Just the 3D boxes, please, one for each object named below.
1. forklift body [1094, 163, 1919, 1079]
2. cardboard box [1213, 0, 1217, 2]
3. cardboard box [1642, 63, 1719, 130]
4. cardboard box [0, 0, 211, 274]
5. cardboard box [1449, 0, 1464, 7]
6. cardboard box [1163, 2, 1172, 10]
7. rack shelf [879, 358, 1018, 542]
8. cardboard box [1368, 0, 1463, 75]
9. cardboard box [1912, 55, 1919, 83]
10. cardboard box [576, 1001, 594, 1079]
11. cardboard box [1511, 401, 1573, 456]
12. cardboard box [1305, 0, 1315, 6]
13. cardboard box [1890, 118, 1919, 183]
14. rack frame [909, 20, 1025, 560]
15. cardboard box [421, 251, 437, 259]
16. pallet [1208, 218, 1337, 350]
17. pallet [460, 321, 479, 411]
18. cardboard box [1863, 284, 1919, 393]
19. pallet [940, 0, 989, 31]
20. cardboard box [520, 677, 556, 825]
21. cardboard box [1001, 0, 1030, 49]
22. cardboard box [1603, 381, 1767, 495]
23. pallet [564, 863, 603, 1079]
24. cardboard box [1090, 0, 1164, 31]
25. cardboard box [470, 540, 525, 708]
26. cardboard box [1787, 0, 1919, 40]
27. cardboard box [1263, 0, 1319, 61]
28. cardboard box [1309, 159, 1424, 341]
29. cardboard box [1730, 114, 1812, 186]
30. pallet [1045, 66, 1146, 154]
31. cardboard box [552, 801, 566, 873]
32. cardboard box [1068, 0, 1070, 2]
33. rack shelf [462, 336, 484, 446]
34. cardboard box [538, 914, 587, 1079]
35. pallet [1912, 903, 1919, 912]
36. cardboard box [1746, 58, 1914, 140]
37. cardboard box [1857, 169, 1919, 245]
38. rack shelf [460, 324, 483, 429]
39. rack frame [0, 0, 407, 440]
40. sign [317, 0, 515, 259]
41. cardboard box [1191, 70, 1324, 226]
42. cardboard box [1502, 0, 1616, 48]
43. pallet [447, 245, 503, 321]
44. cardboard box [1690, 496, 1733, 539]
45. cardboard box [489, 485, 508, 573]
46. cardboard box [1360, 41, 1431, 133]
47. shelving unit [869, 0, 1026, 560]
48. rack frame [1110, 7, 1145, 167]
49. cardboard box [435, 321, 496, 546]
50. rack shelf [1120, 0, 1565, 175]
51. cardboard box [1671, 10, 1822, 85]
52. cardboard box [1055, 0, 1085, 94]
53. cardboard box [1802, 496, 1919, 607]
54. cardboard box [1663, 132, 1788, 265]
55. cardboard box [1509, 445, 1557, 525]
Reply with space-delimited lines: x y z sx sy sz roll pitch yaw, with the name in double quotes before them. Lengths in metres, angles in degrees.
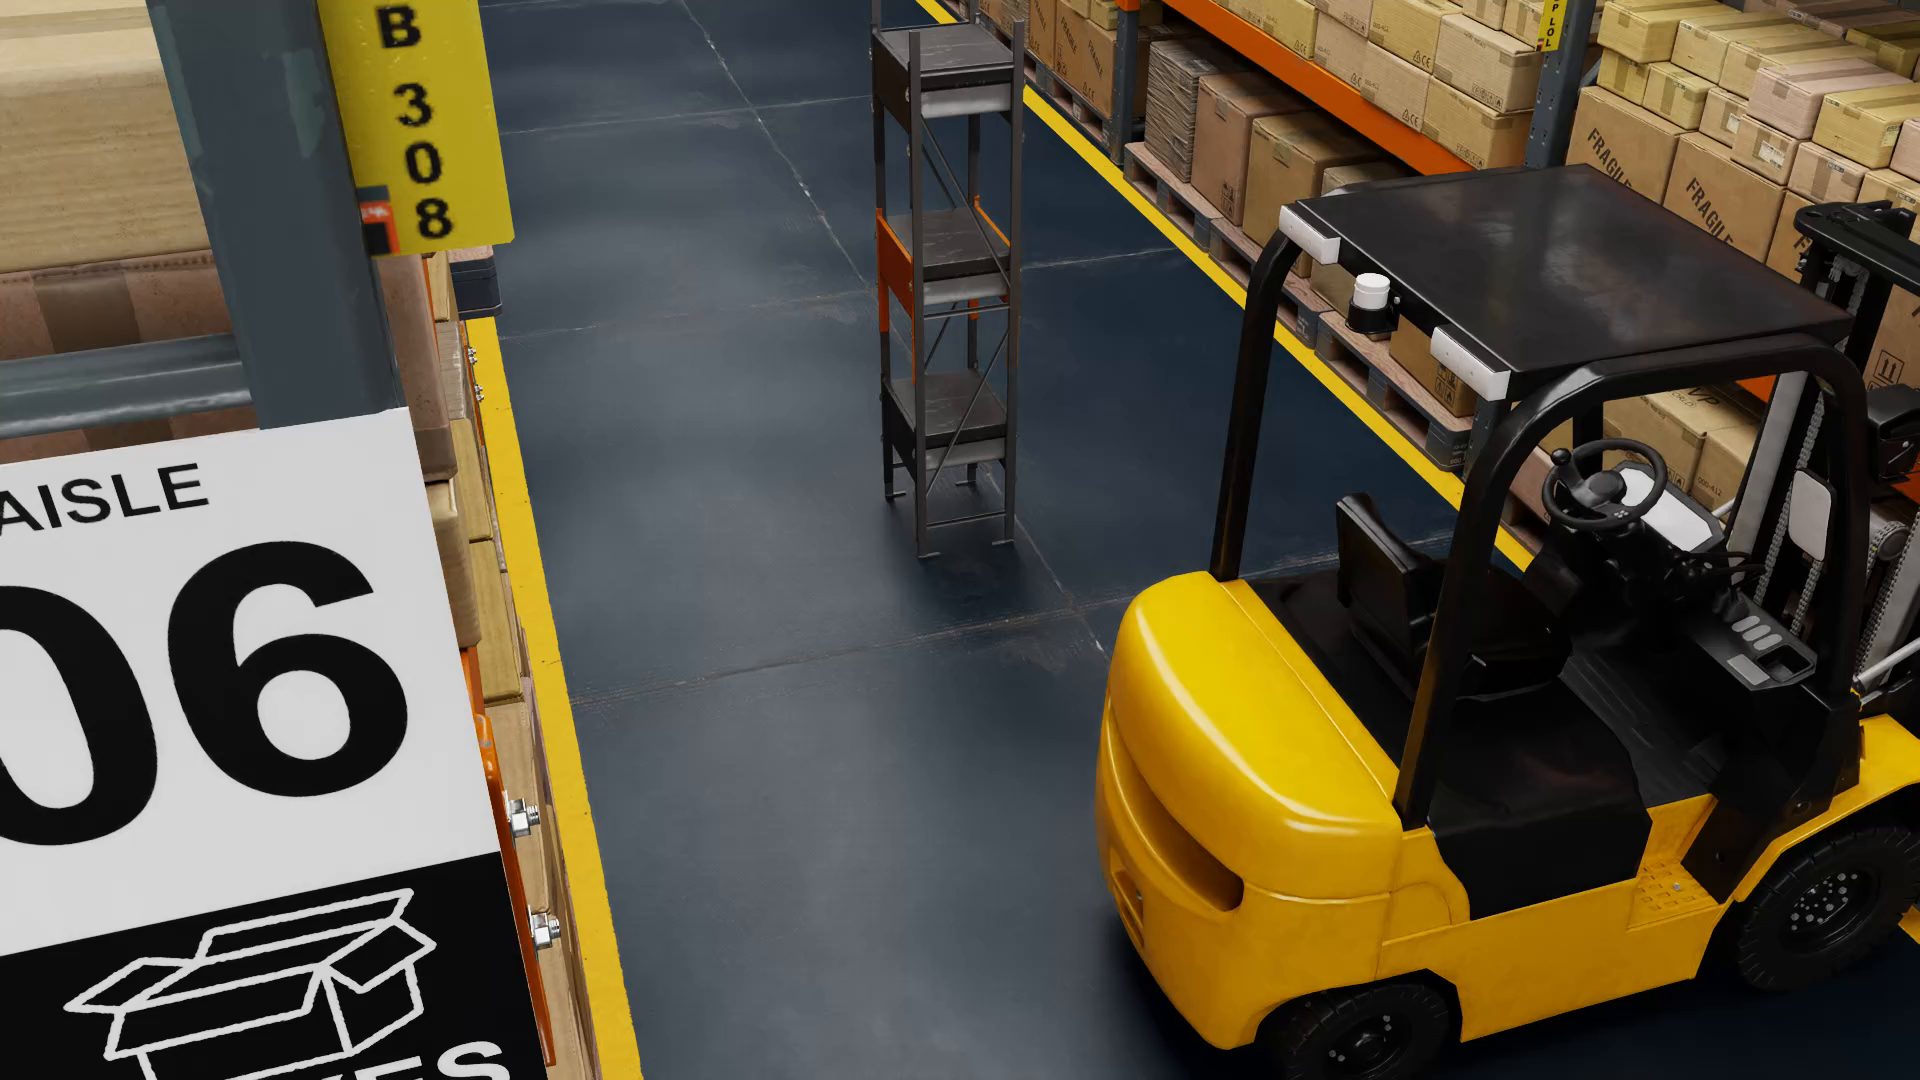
"forklift body" 1.548 0.208 4.484 2.313 2.155 1.214 -10 35 -15
"cardboard box" 1.475 -3.056 8.790 0.500 0.250 0.500 -11 35 -16
"cardboard box" 2.571 -1.522 5.654 0.380 0.149 0.250 -9 35 -14
"cardboard box" -0.777 -0.321 1.298 0.380 0.149 0.250 -10 35 -15
"cardboard box" 2.207 -2.281 6.803 0.380 0.149 0.250 -10 35 -15
"cardboard box" 1.431 -3.319 10.939 0.500 0.500 0.500 -10 35 -15
"rack shelf" -0.050 -0.368 6.696 0.431 0.518 0.480 -10 35 -15
"cardboard box" 2.086 -2.187 7.021 0.500 0.250 0.500 -11 35 -16
"cardboard box" 3.295 -1.481 5.321 0.380 0.149 0.250 -11 35 -16
"cardboard box" -1.017 1.282 3.521 0.500 0.500 0.500 -11 35 -17
"cardboard box" 2.497 -0.488 6.427 0.500 0.250 0.500 -10 35 -15
"cardboard box" 1.800 -2.724 7.835 0.500 0.250 0.500 -10 35 -14
"cardboard box" 2.927 -1.113 4.765 0.380 0.149 0.250 -10 35 -15
"rack frame" 0.024 -0.835 6.109 0.400 2.100 0.015 -10 35 -15
"cardboard box" -0.906 -0.508 1.944 0.500 0.250 0.500 -11 35 -15
"pallet" 2.006 -1.416 8.701 1.003 0.211 1.213 -10 35 -15
"pallet" -2.697 -0.607 7.478 1.003 0.211 1.213 -10 35 -15
"cardboard box" 2.994 -0.518 4.723 0.500 0.500 0.500 -10 35 -14
"pallet" 0.487 -4.173 12.874 1.003 0.211 1.213 -10 35 -15
"cardboard box" -1.333 0.738 4.345 0.500 0.500 0.500 -8 34 -12
"cardboard box" 0.609 -3.784 11.642 0.500 0.500 0.500 -11 35 -16
"cardboard box" 2.639 -0.426 5.879 0.500 0.250 0.500 -10 35 -15
"pallet" -1.468 1.431 4.393 1.003 0.211 1.213 -10 35 -15
"cardboard box" 1.031 -3.277 10.287 0.380 0.149 0.250 -12 35 -17
"cardboard box" -1.060 0.380 3.094 0.500 0.500 0.500 -11 35 -16
"cardboard box" 3.066 -1.738 5.711 0.380 0.149 0.250 -11 35 -16
"cardboard box" 1.795 -2.514 7.970 0.500 0.250 0.500 -9 34 -13
"cardboard box" 2.244 -1.423 7.955 0.875 0.625 0.625 -10 35 -15
"cardboard box" 2.681 -1.248 5.239 0.380 0.149 0.250 -9 35 -14
"pallet" 1.232 -2.892 10.936 1.003 0.211 1.213 -10 35 -15
"cardboard box" -1.474 0.794 4.940 0.500 0.250 0.500 -11 35 -16
"cardboard box" 0.880 -3.561 10.716 0.380 0.149 0.250 -11 35 -16
"rack shelf" -1.472 0.630 3.729 1.077 0.370 4.000 -10 35 -15
"cardboard box" -0.743 0.918 2.279 0.500 0.500 0.500 -11 35 -15
"pallet" 3.222 0.672 5.541 1.003 0.211 1.213 -10 35 -15
"cardboard box" 2.691 -1.370 5.153 0.380 0.149 0.250 -9 35 -14
"cardboard box" 2.853 -0.981 4.835 0.380 0.149 0.250 -11 35 -16
"rack shelf" -2.693 -1.471 6.907 1.077 0.370 4.000 -10 35 -15
"rack frame" -0.862 -1.123 0.288 1.000 3.000 0.127 -10 35 -15
"sign" -0.346 -0.328 1.012 0.100 0.325 0.005 -10 35 -15
"cardboard box" 1.807 -2.170 9.087 0.875 0.625 0.625 -9 34 -13
"cardboard box" 2.328 -2.012 6.394 0.380 0.149 0.250 -9 34 -13
"pallet" -2.177 -1.066 5.817 1.003 0.211 1.213 -10 35 -15
"cardboard box" 2.795 0.042 5.625 0.500 0.250 0.500 -10 35 -15
"cardboard box" -1.646 0.204 5.153 0.500 0.500 0.500 -10 35 -15
"cardboard box" 2.082 -1.978 7.159 0.500 0.250 0.500 -10 35 -15
"shelving unit" -0.050 -0.963 6.303 0.431 2.100 0.503 -10 35 -15
"rack frame" 1.423 -3.657 9.564 1.000 3.000 0.127 -10 35 -15
"cardboard box" -1.384 -0.154 3.902 0.500 0.500 0.500 -9 35 -13
"rack shelf" 2.033 -2.307 8.173 1.077 0.370 4.000 -10 35 -15
"cardboard box" 2.641 -1.657 5.588 0.380 0.149 0.250 -9 35 -14
"cardboard box" 0.947 -3.240 10.819 0.500 0.500 0.500 -11 35 -15
"cardboard box" 2.954 0.111 5.068 0.500 0.250 0.500 -11 35 -16
"cardboard box" 2.705 -1.051 5.530 0.500 0.500 0.500 -9 35 -14
"cardboard box" 2.476 -0.276 6.560 0.500 0.250 0.500 -10 35 -14
